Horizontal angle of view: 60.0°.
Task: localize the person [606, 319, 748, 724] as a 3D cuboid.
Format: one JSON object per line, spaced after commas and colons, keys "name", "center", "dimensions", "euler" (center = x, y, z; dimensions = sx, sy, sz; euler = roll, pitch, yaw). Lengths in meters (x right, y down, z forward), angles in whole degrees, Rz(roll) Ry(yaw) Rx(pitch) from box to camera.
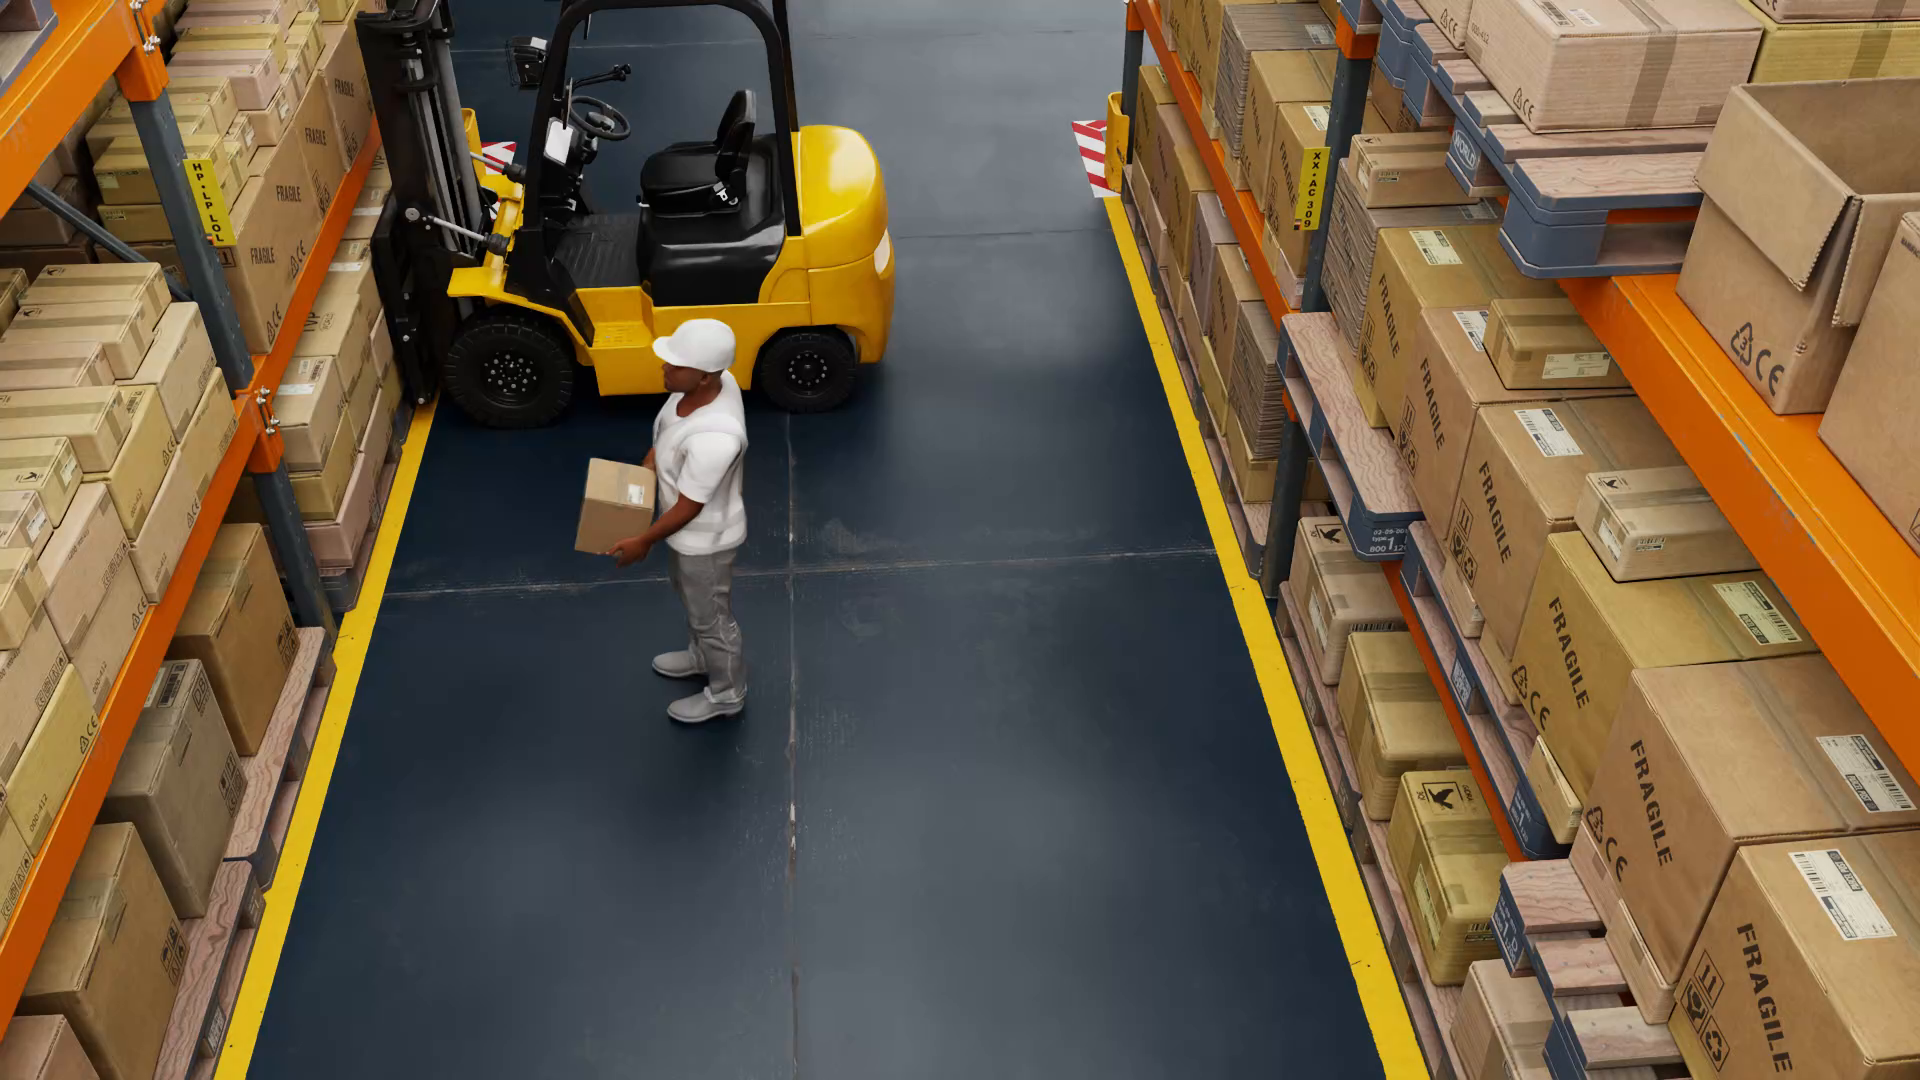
{"name": "person", "center": [-1.040, -0.045, 6.191], "dimensions": [0.559, 1.767, 0.542], "euler": [-9, 40, -11]}
